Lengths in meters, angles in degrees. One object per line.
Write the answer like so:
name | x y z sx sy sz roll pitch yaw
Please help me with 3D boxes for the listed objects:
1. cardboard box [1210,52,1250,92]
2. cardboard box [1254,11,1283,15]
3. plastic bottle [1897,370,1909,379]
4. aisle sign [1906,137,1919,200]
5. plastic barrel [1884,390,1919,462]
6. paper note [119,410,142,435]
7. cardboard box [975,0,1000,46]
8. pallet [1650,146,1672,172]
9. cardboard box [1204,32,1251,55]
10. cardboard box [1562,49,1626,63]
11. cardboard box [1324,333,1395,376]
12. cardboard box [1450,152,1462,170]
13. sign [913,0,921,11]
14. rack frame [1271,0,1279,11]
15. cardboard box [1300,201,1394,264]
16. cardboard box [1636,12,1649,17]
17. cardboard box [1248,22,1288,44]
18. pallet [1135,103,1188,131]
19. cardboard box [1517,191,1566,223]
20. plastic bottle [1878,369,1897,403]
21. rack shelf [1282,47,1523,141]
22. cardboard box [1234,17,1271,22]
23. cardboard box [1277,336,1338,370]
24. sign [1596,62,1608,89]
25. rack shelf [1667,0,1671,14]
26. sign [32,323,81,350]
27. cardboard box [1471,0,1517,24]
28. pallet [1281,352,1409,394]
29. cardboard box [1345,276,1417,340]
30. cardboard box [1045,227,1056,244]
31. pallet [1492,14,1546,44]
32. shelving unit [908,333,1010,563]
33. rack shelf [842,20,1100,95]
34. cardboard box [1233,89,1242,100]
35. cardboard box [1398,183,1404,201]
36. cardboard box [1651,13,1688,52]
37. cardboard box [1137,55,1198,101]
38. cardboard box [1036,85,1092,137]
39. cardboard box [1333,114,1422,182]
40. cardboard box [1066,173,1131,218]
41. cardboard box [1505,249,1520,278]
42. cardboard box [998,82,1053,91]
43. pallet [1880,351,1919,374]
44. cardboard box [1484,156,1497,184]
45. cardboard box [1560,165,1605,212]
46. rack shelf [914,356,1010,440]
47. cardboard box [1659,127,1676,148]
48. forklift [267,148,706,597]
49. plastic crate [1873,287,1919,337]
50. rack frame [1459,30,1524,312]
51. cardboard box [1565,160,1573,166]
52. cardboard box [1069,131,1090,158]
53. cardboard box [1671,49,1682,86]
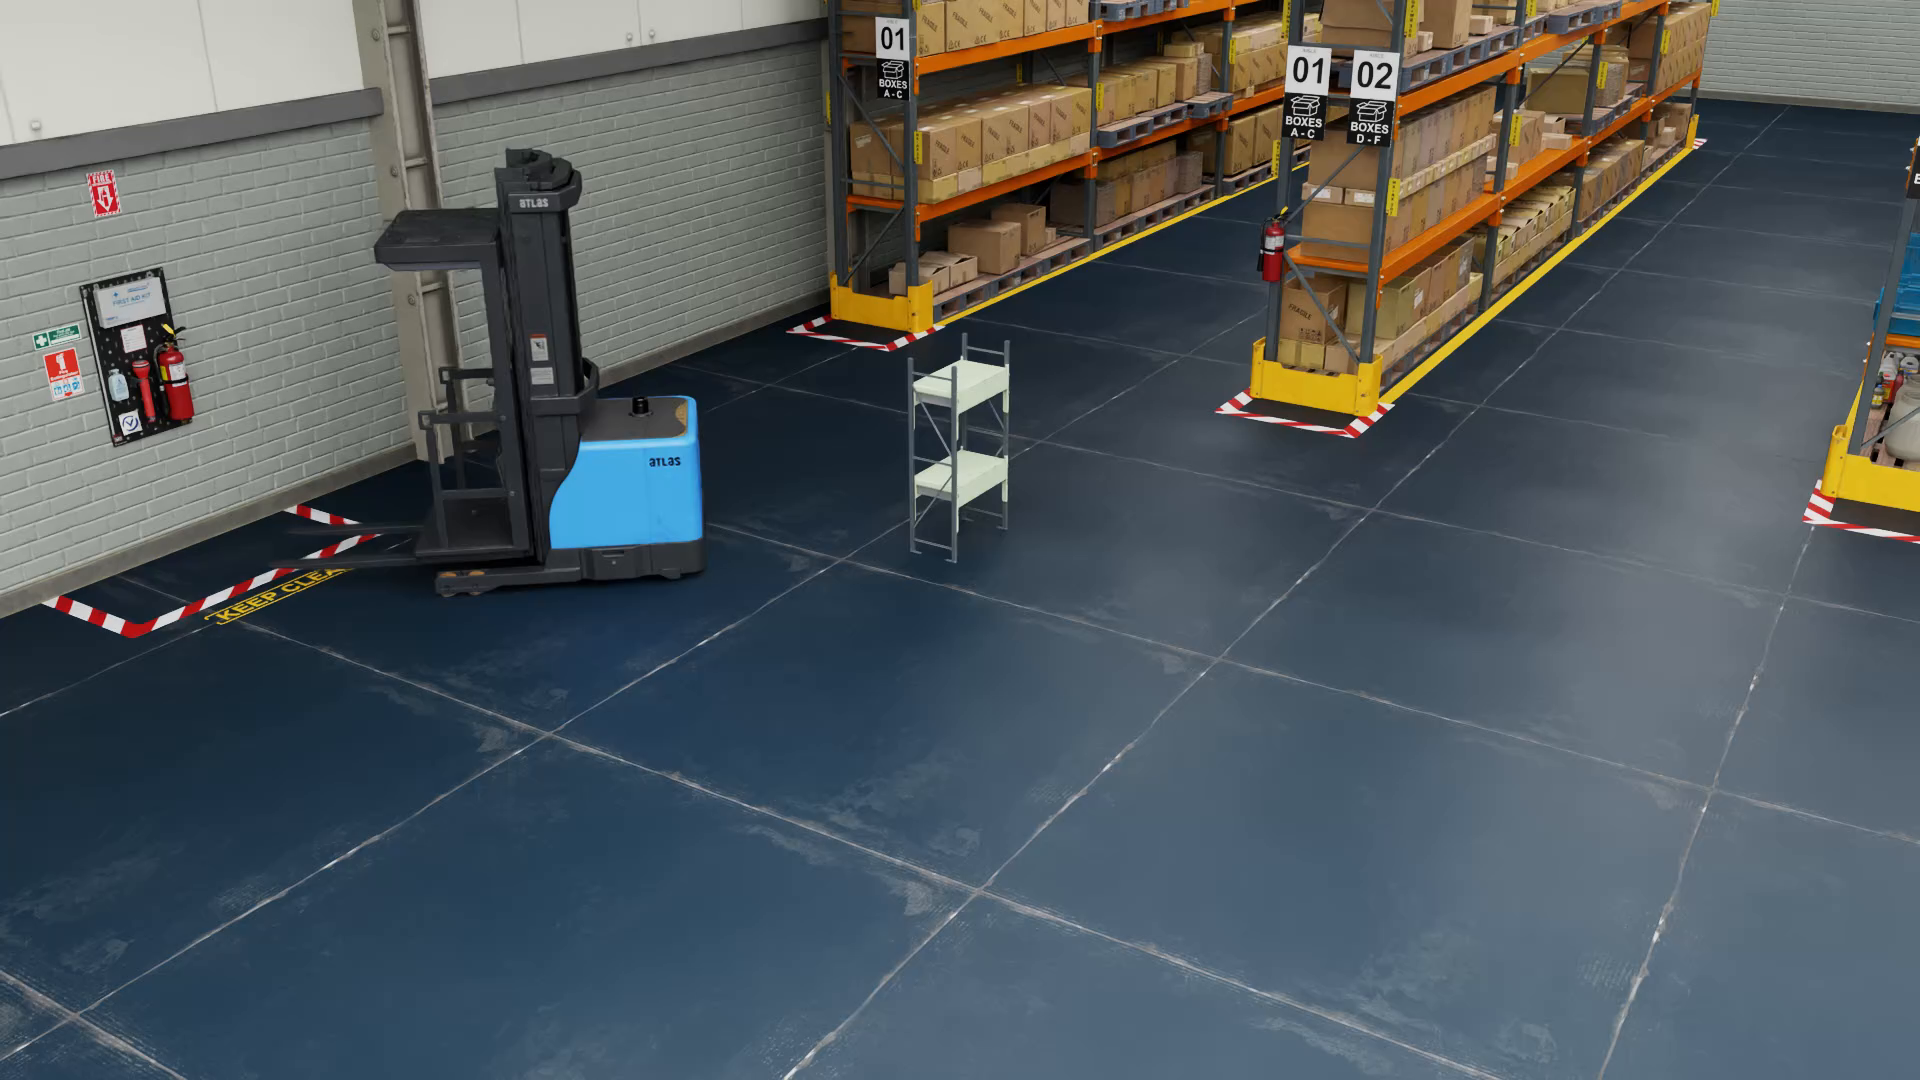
cardboard box | 3.802 -6.721 23.809 0.500 0.500 0.500 15 27 30
cardboard box | 4.974 -8.204 26.291 0.500 0.250 0.500 15 27 31
plastic bottle | 8.560 -1.444 15.115 0.097 0.201 0.097 0 23 0
aisle sign | 7.235 -2.874 12.175 0.394 0.787 0.004 14 27 29
plastic barrel | 7.807 -0.932 13.565 0.421 0.512 0.421 0 23 0
paper note | -5.910 -0.836 11.849 0.016 0.148 0.142 14 27 29
cardboard box | 0.081 -5.561 17.728 0.500 0.500 0.500 15 28 31
pallet | 10.655 -6.097 26.405 1.003 0.211 1.213 14 27 29
cardboard box | 3.802 -7.063 23.657 0.500 0.250 0.500 15 27 30
cardboard box | 8.900 -6.612 23.429 0.700 0.500 0.500 19 30 37
cardboard box | 3.791 -1.747 15.778 0.500 0.250 0.500 14 27 29
cardboard box | 4.796 -3.811 16.670 0.380 0.149 0.250 15 27 30
sign | -0.431 -5.383 16.368 0.100 0.325 0.005 14 27 29
rack frame | 5.438 -7.769 26.756 1.000 3.000 0.127 14 27 29
cardboard box | 3.576 -2.883 15.343 0.700 0.500 0.500 14 27 29
cardboard box | 10.229 -7.805 25.455 0.500 0.500 0.500 14 27 29
cardboard box | 4.594 -7.578 24.846 0.500 0.250 0.500 13 27 28
pallet | 2.319 -5.654 22.112 1.003 0.211 1.213 14 27 29
cardboard box | 7.203 -4.165 20.658 0.500 0.311 0.500 13 27 28
plastic bottle | 8.278 -1.386 14.885 0.152 0.276 0.135 14 27 29
rack shelf | 4.374 -4.403 16.111 1.077 0.370 4.000 14 27 29
cardboard box | 4.444 -7.856 25.487 0.500 0.250 0.500 13 27 27
cardboard box | 3.351 -1.856 16.029 0.500 0.250 0.500 14 27 29
sign | 8.012 -5.798 20.746 0.100 0.325 0.005 14 27 29
rack shelf | 10.704 -8.453 25.467 1.077 0.370 4.000 14 27 29
sign | -6.127 -1.379 11.284 0.001 0.109 0.331 14 27 29
cardboard box | 5.762 -5.738 17.950 0.500 0.250 0.500 17 29 34
pallet | 3.687 -1.669 16.175 1.003 0.211 1.213 14 27 29
cardboard box | 4.053 -2.260 16.020 0.500 0.500 0.500 14 27 29
cardboard box | 0.962 -3.784 20.562 0.380 0.166 0.250 10 25 22
pallet | 5.883 -5.621 18.259 0.805 0.209 1.217 13 26 27
shelving unit | -0.004 -0.686 12.282 0.431 1.500 0.755 14 27 29
rack shelf | 0.163 -5.440 18.506 1.077 0.370 4.000 14 27 29
cardboard box | 3.839 -6.458 24.020 0.380 0.149 0.250 14 27 30
cardboard box | 3.846 -3.202 15.265 0.380 0.149 0.250 13 27 28
cardboard box | 10.680 -7.684 25.176 0.500 0.500 0.500 13 27 27
cardboard box | 2.817 -6.312 22.710 0.700 0.500 0.500 11 26 24
cardboard box | 1.232 -5.129 19.877 0.500 0.500 0.500 14 27 29
cardboard box | 3.877 -3.674 15.539 0.700 0.500 0.500 13 27 28
cardboard box | 1.822 -4.560 21.937 0.700 0.500 0.500 13 27 28
cardboard box | 6.123 -3.219 19.179 0.500 0.250 0.500 15 27 30
cardboard box | 0.793 -5.238 20.130 0.500 0.500 0.500 13 27 28
pallet | 9.245 -1.495 15.773 1.003 0.211 1.213 14 27 29
cardboard box | 5.651 -4.138 18.558 0.500 0.250 0.500 16 28 32
cardboard box | 8.293 -4.708 22.279 0.500 0.500 0.500 13 27 27
rack shelf | -0.004 -1.044 12.127 0.431 0.370 0.720 14 27 29
cardboard box | 11.155 -6.473 26.669 0.500 0.250 0.500 14 27 29
forklift | -3.386 -1.172 11.604 3.031 2.935 1.130 -3 24 -8
plastic crate | 7.535 -1.806 13.169 0.499 0.251 0.616 14 27 29
rack frame | 5.429 -4.032 18.123 1.000 3.000 0.127 14 27 29
cardboard box | 8.106 -4.976 22.897 0.500 0.500 0.500 13 27 27
cardboard box | 1.226 -4.786 20.028 0.500 0.250 0.500 14 27 29
cardboard box | 10.682 -7.235 25.396 0.500 0.500 0.500 14 27 29
